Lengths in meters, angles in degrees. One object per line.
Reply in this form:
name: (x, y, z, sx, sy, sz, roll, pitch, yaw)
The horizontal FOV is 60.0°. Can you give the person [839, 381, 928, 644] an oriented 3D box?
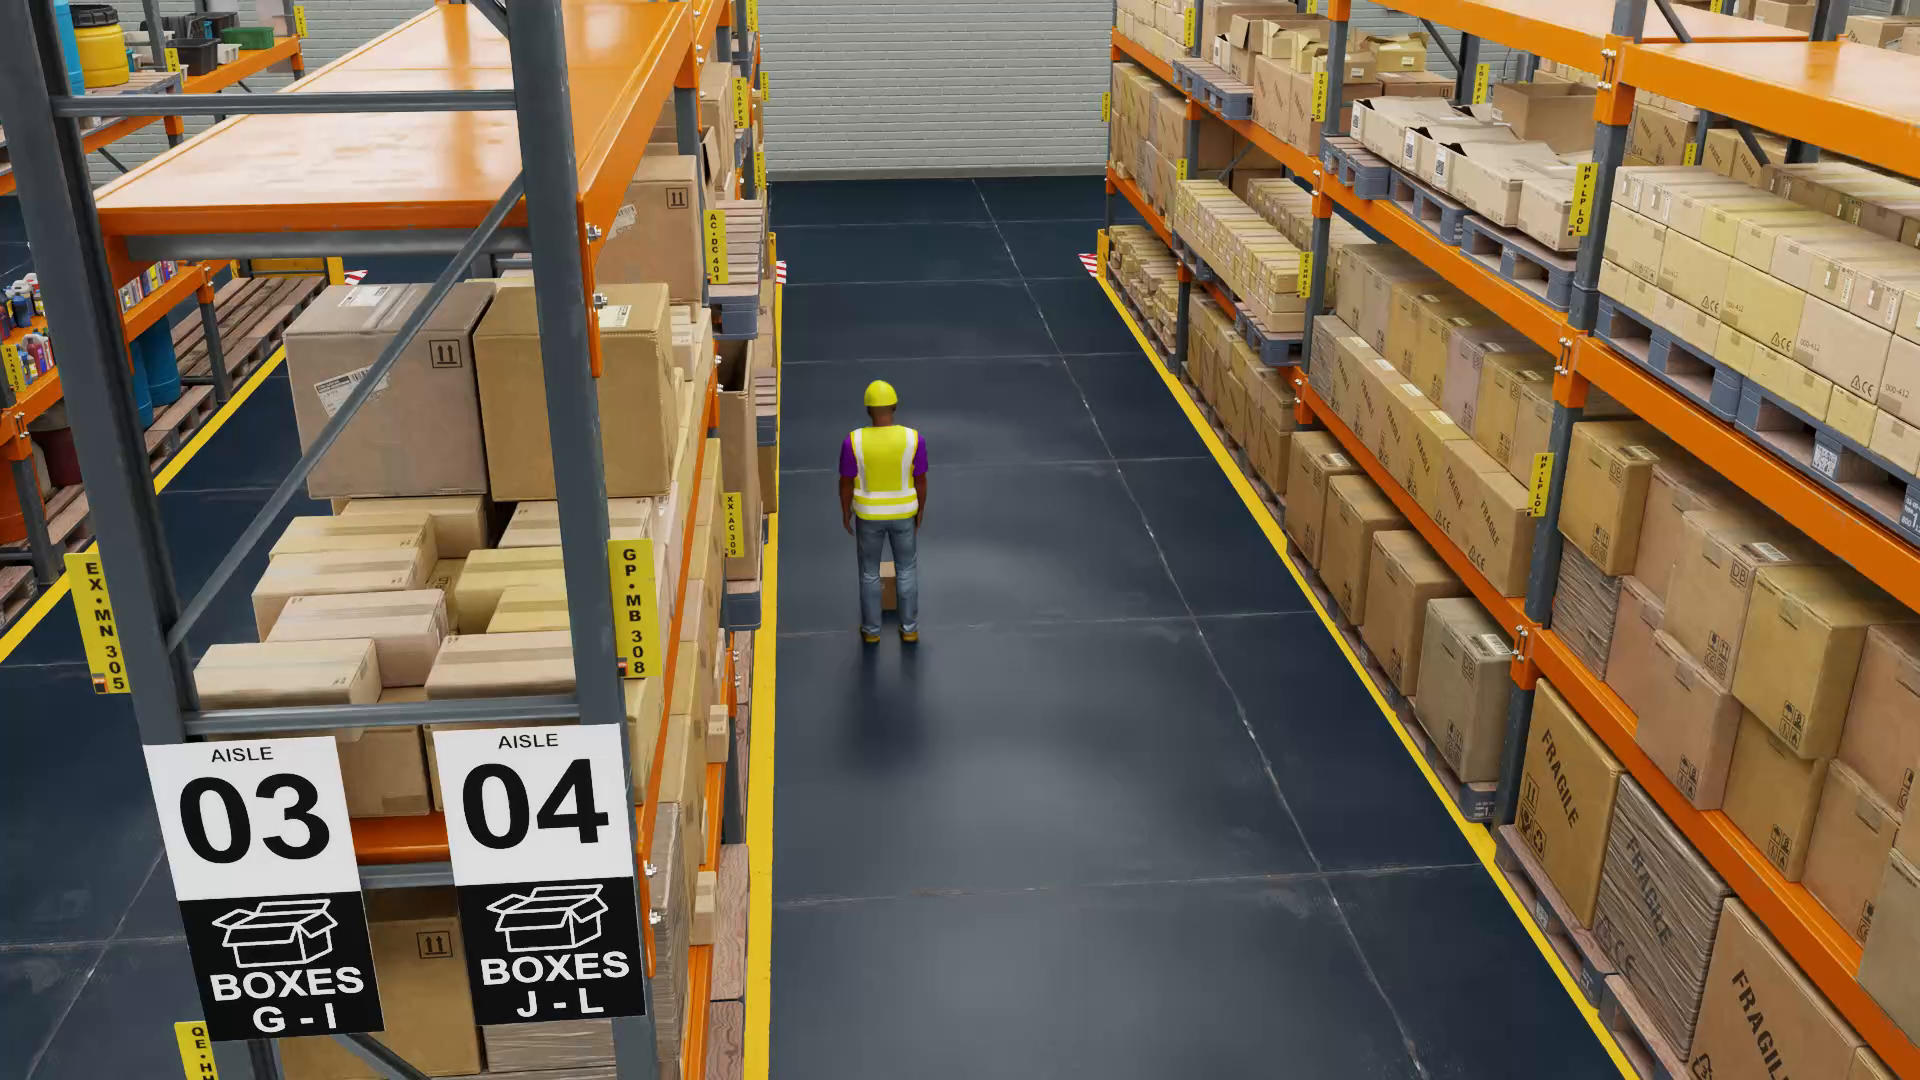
person: (-0.492, -0.177, 10.709, 0.565, 1.767, 0.361, -3, 24, -6)
